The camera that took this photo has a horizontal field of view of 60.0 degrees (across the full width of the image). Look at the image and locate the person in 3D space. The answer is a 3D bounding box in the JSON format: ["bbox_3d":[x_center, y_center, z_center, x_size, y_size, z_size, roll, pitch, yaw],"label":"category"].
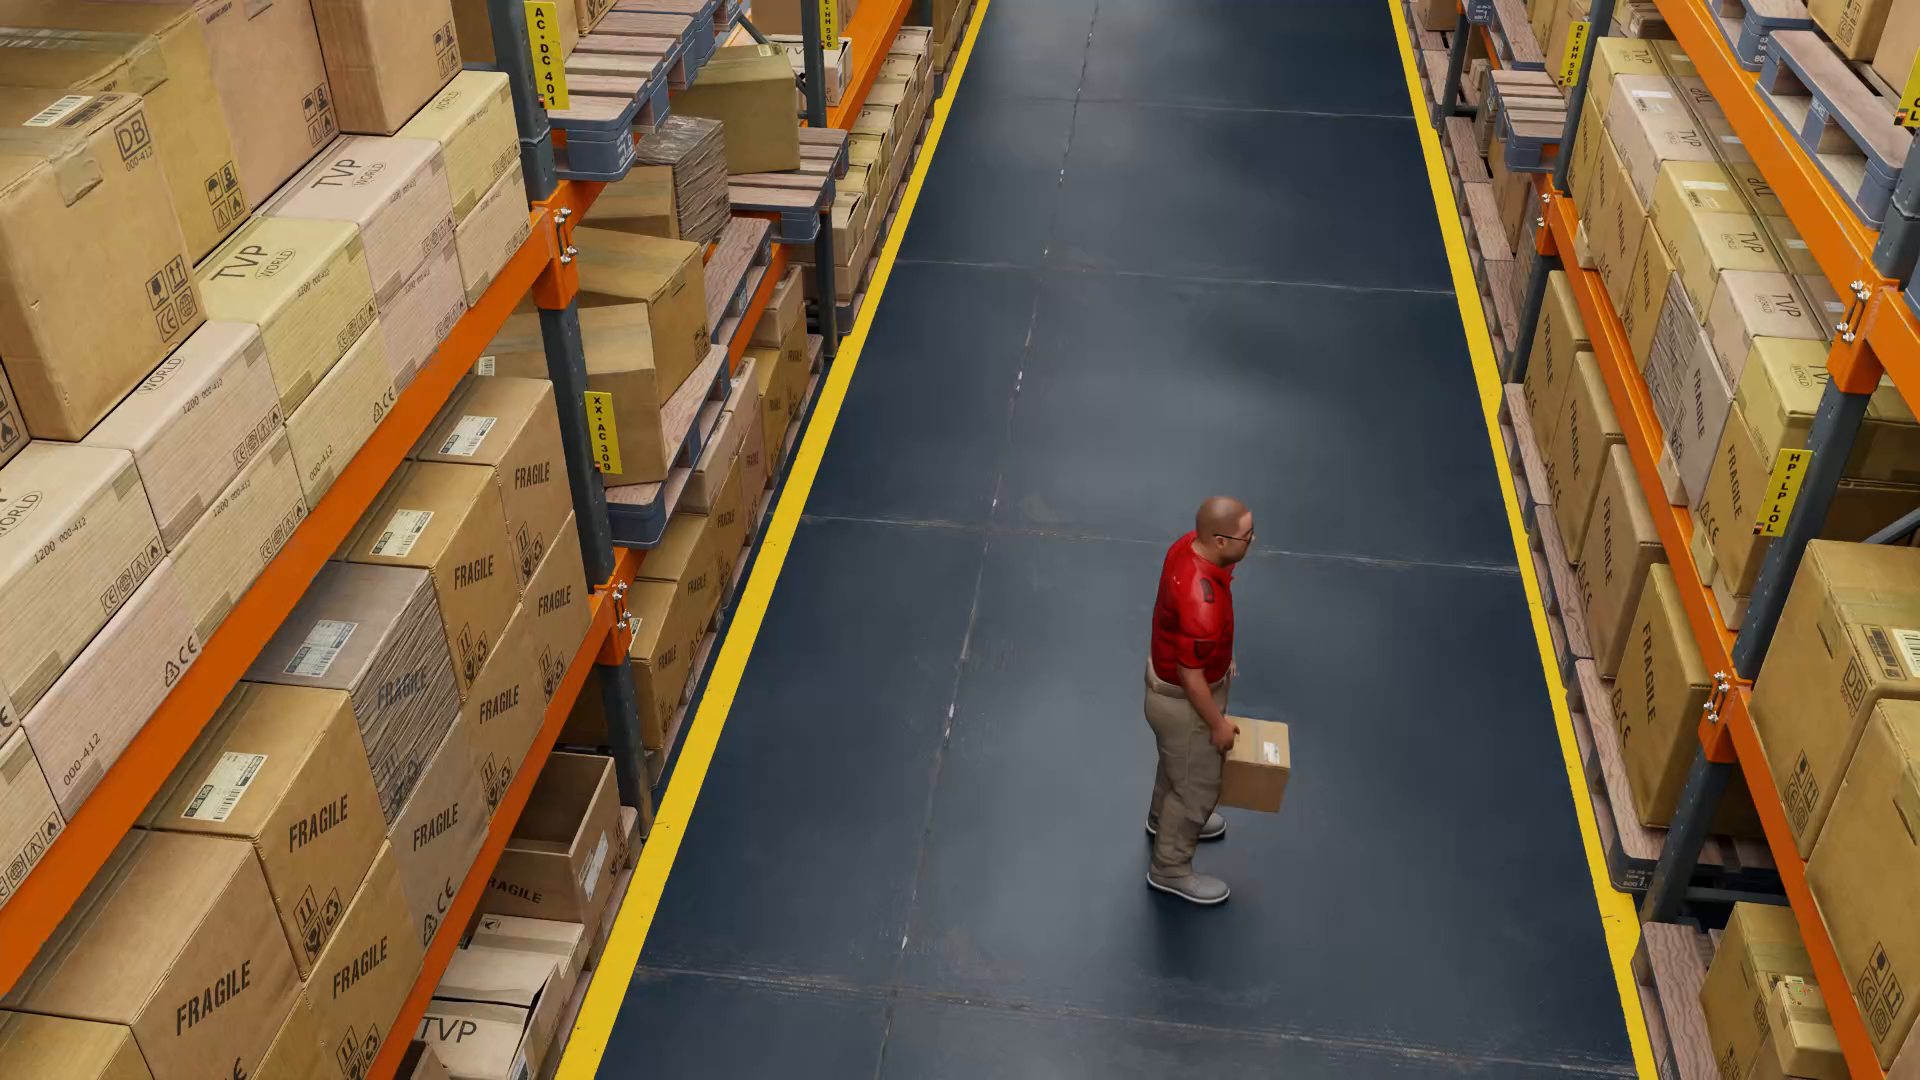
[{"bbox_3d":[0.891,0.570,6.262,0.392,1.731,0.561,3,36,5],"label":"person"}]
